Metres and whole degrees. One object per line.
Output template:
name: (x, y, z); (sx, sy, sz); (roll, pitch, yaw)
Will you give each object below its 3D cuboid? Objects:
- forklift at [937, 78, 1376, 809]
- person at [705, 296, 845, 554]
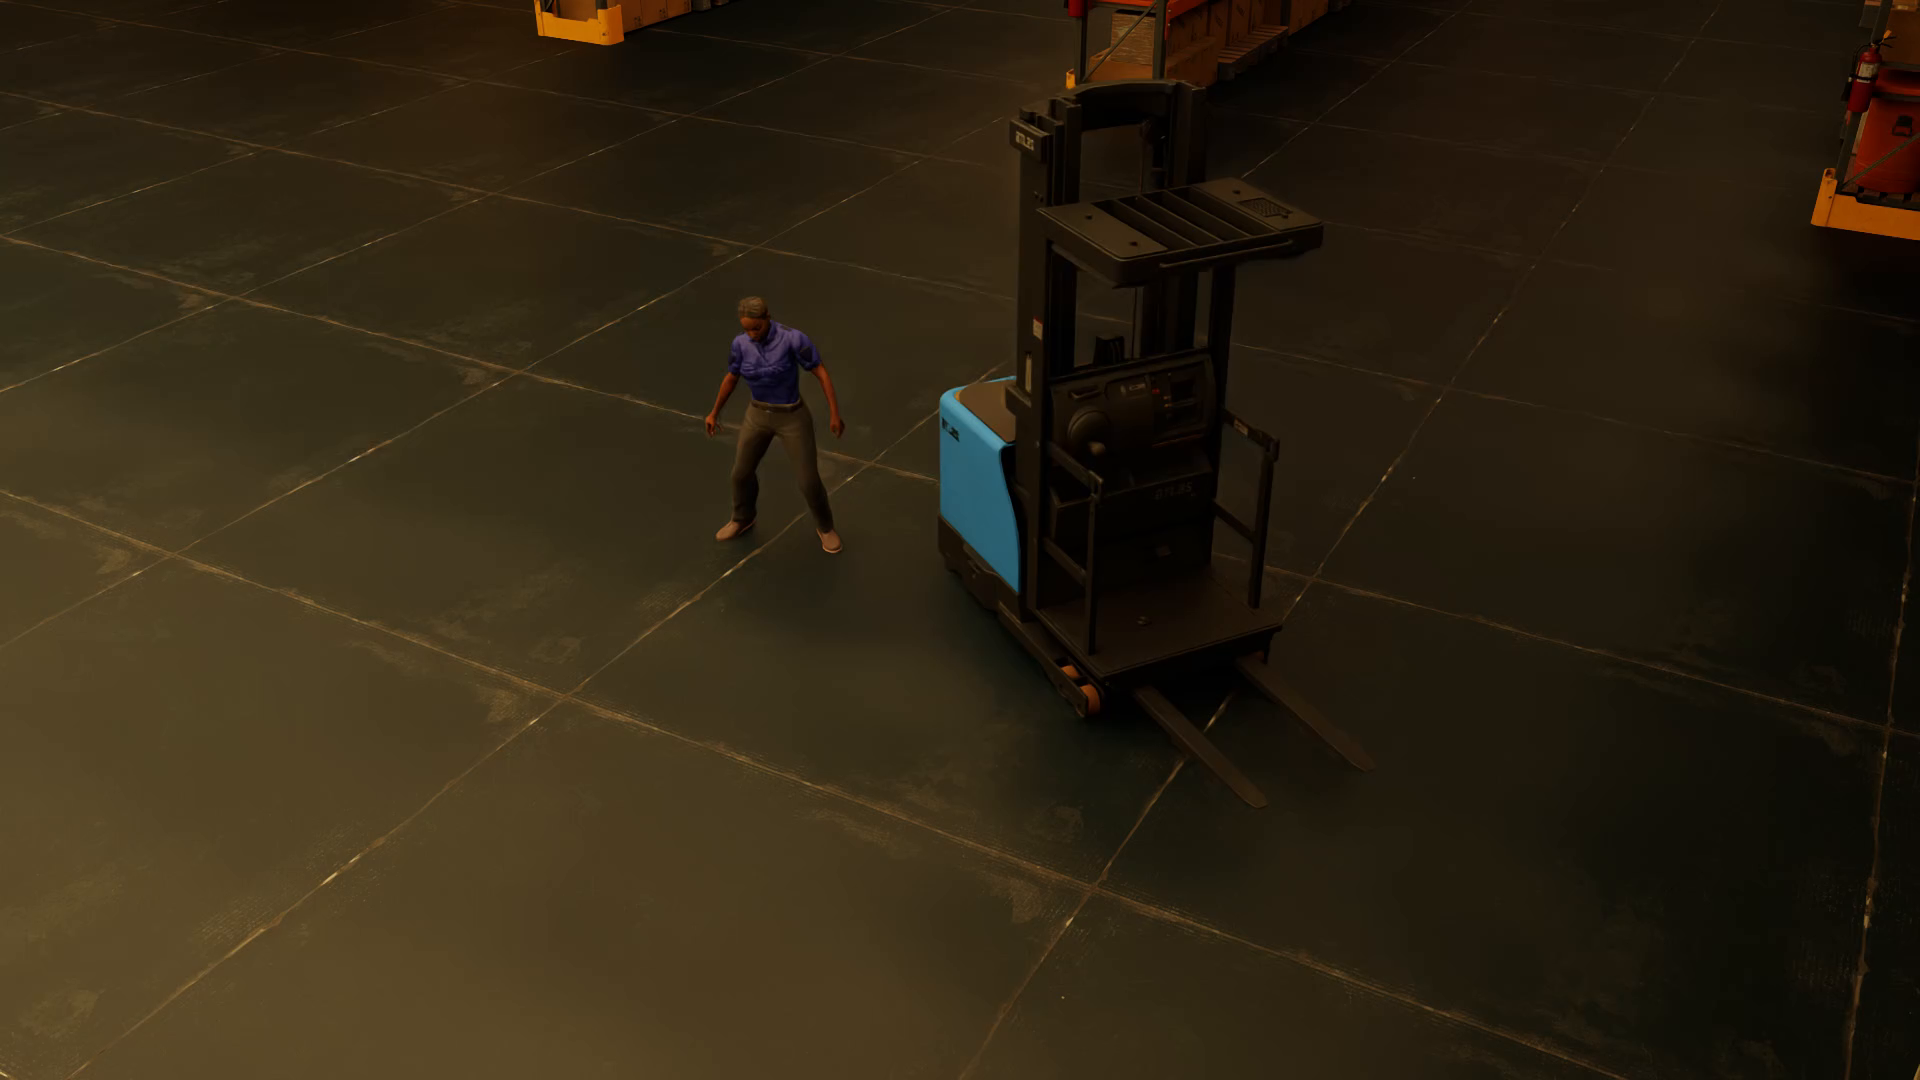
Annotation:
forklift: (0.969, -0.622, 8.149); (1.130, 2.935, 3.031); (-14, 33, -22)
person: (-1.073, -0.671, 9.597); (0.847, 1.610, 0.373); (7, 31, 12)
